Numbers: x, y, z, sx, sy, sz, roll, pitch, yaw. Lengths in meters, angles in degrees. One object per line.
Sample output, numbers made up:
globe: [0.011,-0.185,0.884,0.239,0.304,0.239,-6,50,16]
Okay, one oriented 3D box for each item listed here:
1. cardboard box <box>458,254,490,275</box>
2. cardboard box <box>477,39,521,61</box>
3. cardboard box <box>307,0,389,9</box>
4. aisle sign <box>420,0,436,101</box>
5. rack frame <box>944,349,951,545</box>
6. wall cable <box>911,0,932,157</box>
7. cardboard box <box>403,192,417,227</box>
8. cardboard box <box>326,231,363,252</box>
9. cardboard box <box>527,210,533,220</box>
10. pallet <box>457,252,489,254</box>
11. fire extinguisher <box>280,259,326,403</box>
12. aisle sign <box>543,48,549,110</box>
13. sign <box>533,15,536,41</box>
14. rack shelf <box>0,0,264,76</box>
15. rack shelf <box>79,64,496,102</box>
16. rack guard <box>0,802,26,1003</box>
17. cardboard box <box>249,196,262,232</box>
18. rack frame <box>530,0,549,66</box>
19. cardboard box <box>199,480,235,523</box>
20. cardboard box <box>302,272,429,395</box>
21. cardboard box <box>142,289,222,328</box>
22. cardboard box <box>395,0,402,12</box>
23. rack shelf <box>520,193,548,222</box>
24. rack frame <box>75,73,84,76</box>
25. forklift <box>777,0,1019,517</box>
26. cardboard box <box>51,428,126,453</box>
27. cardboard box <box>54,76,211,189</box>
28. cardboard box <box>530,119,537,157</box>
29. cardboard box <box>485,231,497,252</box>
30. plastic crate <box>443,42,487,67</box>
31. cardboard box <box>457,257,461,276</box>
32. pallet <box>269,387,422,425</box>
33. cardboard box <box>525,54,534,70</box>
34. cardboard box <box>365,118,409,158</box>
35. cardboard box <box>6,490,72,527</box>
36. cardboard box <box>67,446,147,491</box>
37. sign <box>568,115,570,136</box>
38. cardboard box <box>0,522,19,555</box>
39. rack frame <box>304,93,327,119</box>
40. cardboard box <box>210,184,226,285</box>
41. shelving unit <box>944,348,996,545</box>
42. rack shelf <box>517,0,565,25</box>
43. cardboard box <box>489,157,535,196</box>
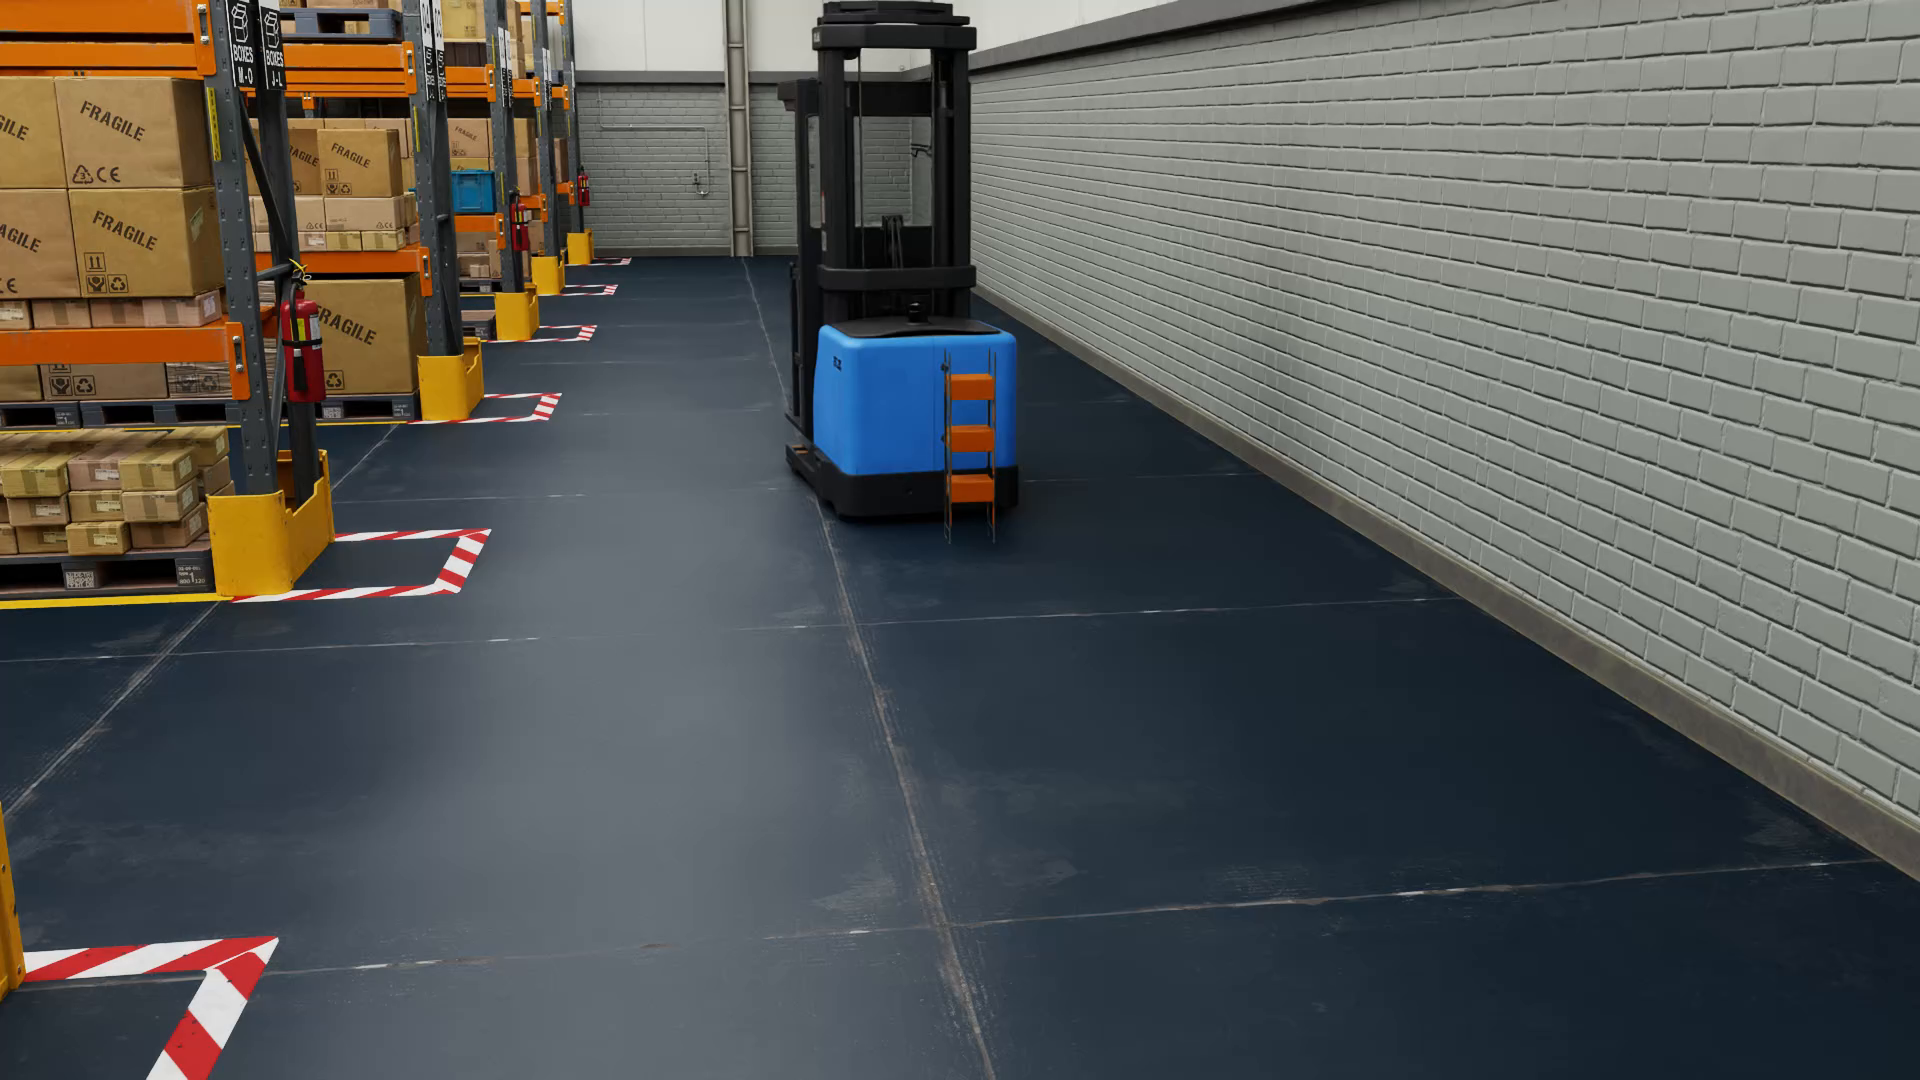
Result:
cardboard box: [-6.667,-3.815,23.014,0.500,0.250,0.500,-2,14,-8]
cardboard box: [-6.063,-6.449,21.885,0.500,0.250,0.500,-2,14,-8]
cardboard box: [-4.627,-4.245,12.543,0.500,0.500,0.700,-3,14,-12]
aisle sign: [-4.005,-3.713,12.516,0.004,0.787,0.394,-2,14,-8]
rack frame: [-0.068,-0.507,9.084,0.008,1.050,0.200,-2,14,-8]
wall cable: [-0.688,-7.619,27.485,0.112,2.526,3.097,-2,14,-8]
cardboard box: [-4.636,-2.641,13.281,0.500,0.250,0.500,-2,14,-10]
cardboard box: [-4.681,-2.298,12.734,0.250,0.149,0.380,-2,14,-8]
cardboard box: [-7.112,-5.304,27.146,0.250,0.149,0.380,-2,14,-9]
pallet: [-8.317,-4.652,27.338,1.213,0.211,1.003,-2,14,-8]
fire extinguisher: [-3.164,-1.004,7.986,0.183,0.674,0.296,-2,14,-8]
aisle sign: [-5.480,-6.094,22.011,0.004,0.787,0.394,-2,14,-8]
sign: [-5.530,-6.655,21.604,0.005,0.325,0.100,-2,14,-8]
rack shelf: [-5.459,-2.358,7.771,4.000,0.370,1.077,-2,14,-8]
rack shelf: [-6.836,-4.746,17.294,4.000,0.370,1.077,-2,14,-8]
rack guard: [-2.621,1.074,3.912,0.348,0.500,1.175,-2,14,-8]
cardboard box: [-5.565,-2.475,12.621,0.500,0.250,0.500,-3,14,-10]
rack frame: [-5.593,-7.814,21.882,0.127,3.000,1.000,-2,14,-8]
cardboard box: [-4.048,-0.204,8.865,0.250,0.149,0.380,-2,14,-7]
cardboard box: [-4.742,-1.652,13.148,0.875,0.875,0.875,-2,14,-8]
cardboard box: [-3.762,-1.123,8.050,0.250,0.149,0.380,-2,14,-8]
cardboard box: [-7.084,-6.829,21.857,0.500,0.500,0.700,-2,14,-8]
rack shelf: [-7.571,-4.483,22.410,4.000,0.370,1.077,-2,14,-8]
rack frame: [-8.814,-3.568,17.282,0.127,3.000,1.000,-2,14,-8]
forklift: [-0.536,-1.867,10.639,1.130,2.935,3.031,-4,15,-15]
cardboard box: [-4.573,-0.480,8.742,0.250,0.149,0.380,-2,14,-8]
cardboard box: [-3.897,-1.926,7.863,0.500,0.500,0.500,-2,14,-9]
cardboard box: [-6.071,-5.485,22.667,0.500,0.500,0.500,-2,14,-7]
cardboard box: [-7.507,-5.020,27.346,0.500,0.500,0.700,-2,14,-8]
plastic crate: [-5.281,-5.157,17.723,0.590,0.269,0.497,-2,14,-8]
cardboard box: [-7.038,-3.678,22.469,0.500,0.250,0.500,-2,14,-8]
pallet: [-4.900,-1.121,13.258,1.213,0.211,1.003,-2,14,-8]
cardboard box: [-7.019,-7.640,26.592,0.500,0.250,0.500,-2,14,-7]
cardboard box: [-7.511,-5.299,21.922,0.500,0.500,0.500,-2,14,-7]
cardboard box: [-4.475,-0.183,8.170,0.250,0.149,0.380,-3,14,-11]
cardboard box: [-4.225,-0.359,8.260,0.250,0.149,0.380,-2,14,-7]
sign: [-6.267,-6.641,26.670,0.005,0.325,0.100,-2,14,-8]
cardboard box: [-4.727,-0.042,8.219,0.250,0.149,0.380,-2,14,-8]
rack frame: [-10.290,-5.951,26.784,0.127,3.000,1.000,-2,14,-8]
cardboard box: [-3.967,-1.568,8.489,0.500,0.500,0.500,-1,14,-6]
shelving unit: [0.053,-0.511,9.102,0.252,1.050,0.215,-2,14,-8]
rack shelf: [-8.312,-8.390,26.480,4.000,0.370,1.077,-2,14,-8]
cardboard box: [-5.995,-4.871,22.274,0.500,0.500,0.500,-2,14,-7]
